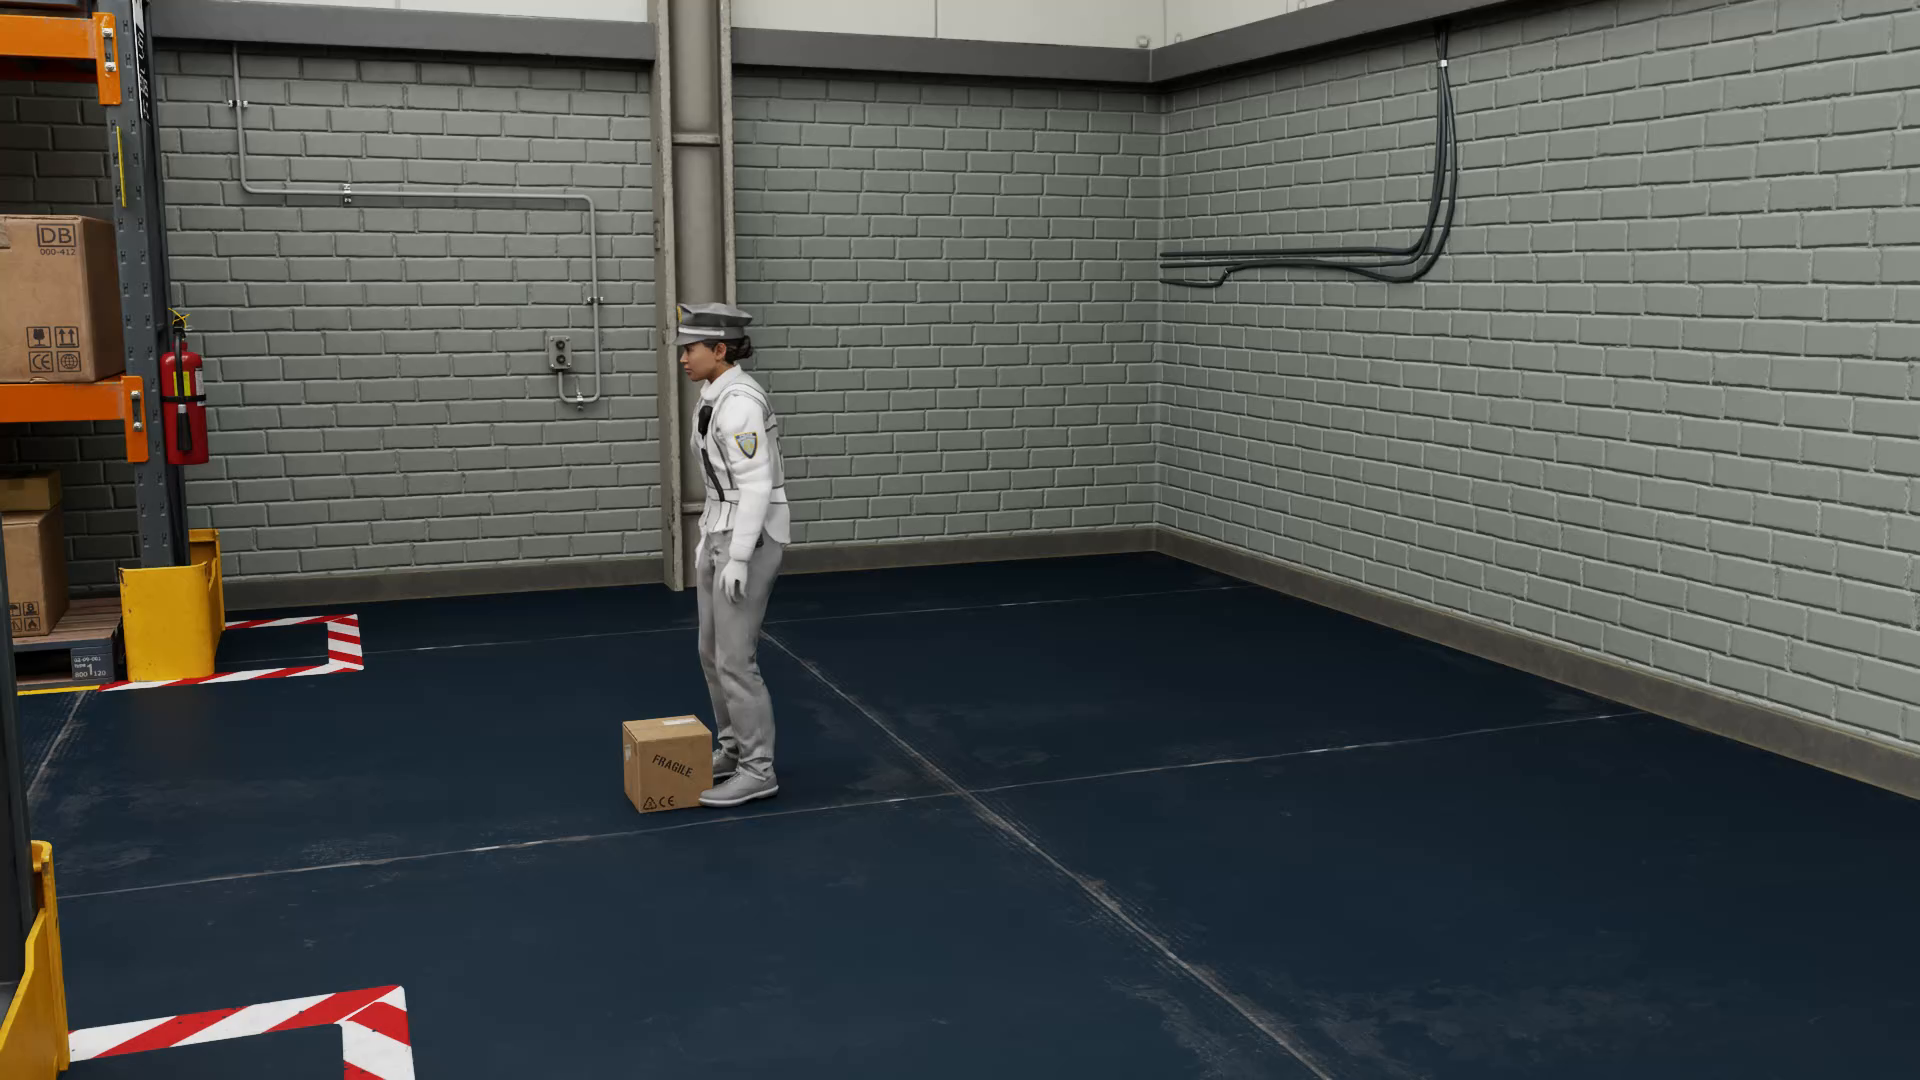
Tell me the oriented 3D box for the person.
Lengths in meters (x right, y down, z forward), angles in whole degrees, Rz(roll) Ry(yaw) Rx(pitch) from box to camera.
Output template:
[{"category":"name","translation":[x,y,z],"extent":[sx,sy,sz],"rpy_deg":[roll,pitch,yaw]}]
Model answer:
[{"category":"person","translation":[-0.767,0.040,5.599],"extent":[0.371,1.663,0.530],"rpy_deg":[-3,10,-21]}]
